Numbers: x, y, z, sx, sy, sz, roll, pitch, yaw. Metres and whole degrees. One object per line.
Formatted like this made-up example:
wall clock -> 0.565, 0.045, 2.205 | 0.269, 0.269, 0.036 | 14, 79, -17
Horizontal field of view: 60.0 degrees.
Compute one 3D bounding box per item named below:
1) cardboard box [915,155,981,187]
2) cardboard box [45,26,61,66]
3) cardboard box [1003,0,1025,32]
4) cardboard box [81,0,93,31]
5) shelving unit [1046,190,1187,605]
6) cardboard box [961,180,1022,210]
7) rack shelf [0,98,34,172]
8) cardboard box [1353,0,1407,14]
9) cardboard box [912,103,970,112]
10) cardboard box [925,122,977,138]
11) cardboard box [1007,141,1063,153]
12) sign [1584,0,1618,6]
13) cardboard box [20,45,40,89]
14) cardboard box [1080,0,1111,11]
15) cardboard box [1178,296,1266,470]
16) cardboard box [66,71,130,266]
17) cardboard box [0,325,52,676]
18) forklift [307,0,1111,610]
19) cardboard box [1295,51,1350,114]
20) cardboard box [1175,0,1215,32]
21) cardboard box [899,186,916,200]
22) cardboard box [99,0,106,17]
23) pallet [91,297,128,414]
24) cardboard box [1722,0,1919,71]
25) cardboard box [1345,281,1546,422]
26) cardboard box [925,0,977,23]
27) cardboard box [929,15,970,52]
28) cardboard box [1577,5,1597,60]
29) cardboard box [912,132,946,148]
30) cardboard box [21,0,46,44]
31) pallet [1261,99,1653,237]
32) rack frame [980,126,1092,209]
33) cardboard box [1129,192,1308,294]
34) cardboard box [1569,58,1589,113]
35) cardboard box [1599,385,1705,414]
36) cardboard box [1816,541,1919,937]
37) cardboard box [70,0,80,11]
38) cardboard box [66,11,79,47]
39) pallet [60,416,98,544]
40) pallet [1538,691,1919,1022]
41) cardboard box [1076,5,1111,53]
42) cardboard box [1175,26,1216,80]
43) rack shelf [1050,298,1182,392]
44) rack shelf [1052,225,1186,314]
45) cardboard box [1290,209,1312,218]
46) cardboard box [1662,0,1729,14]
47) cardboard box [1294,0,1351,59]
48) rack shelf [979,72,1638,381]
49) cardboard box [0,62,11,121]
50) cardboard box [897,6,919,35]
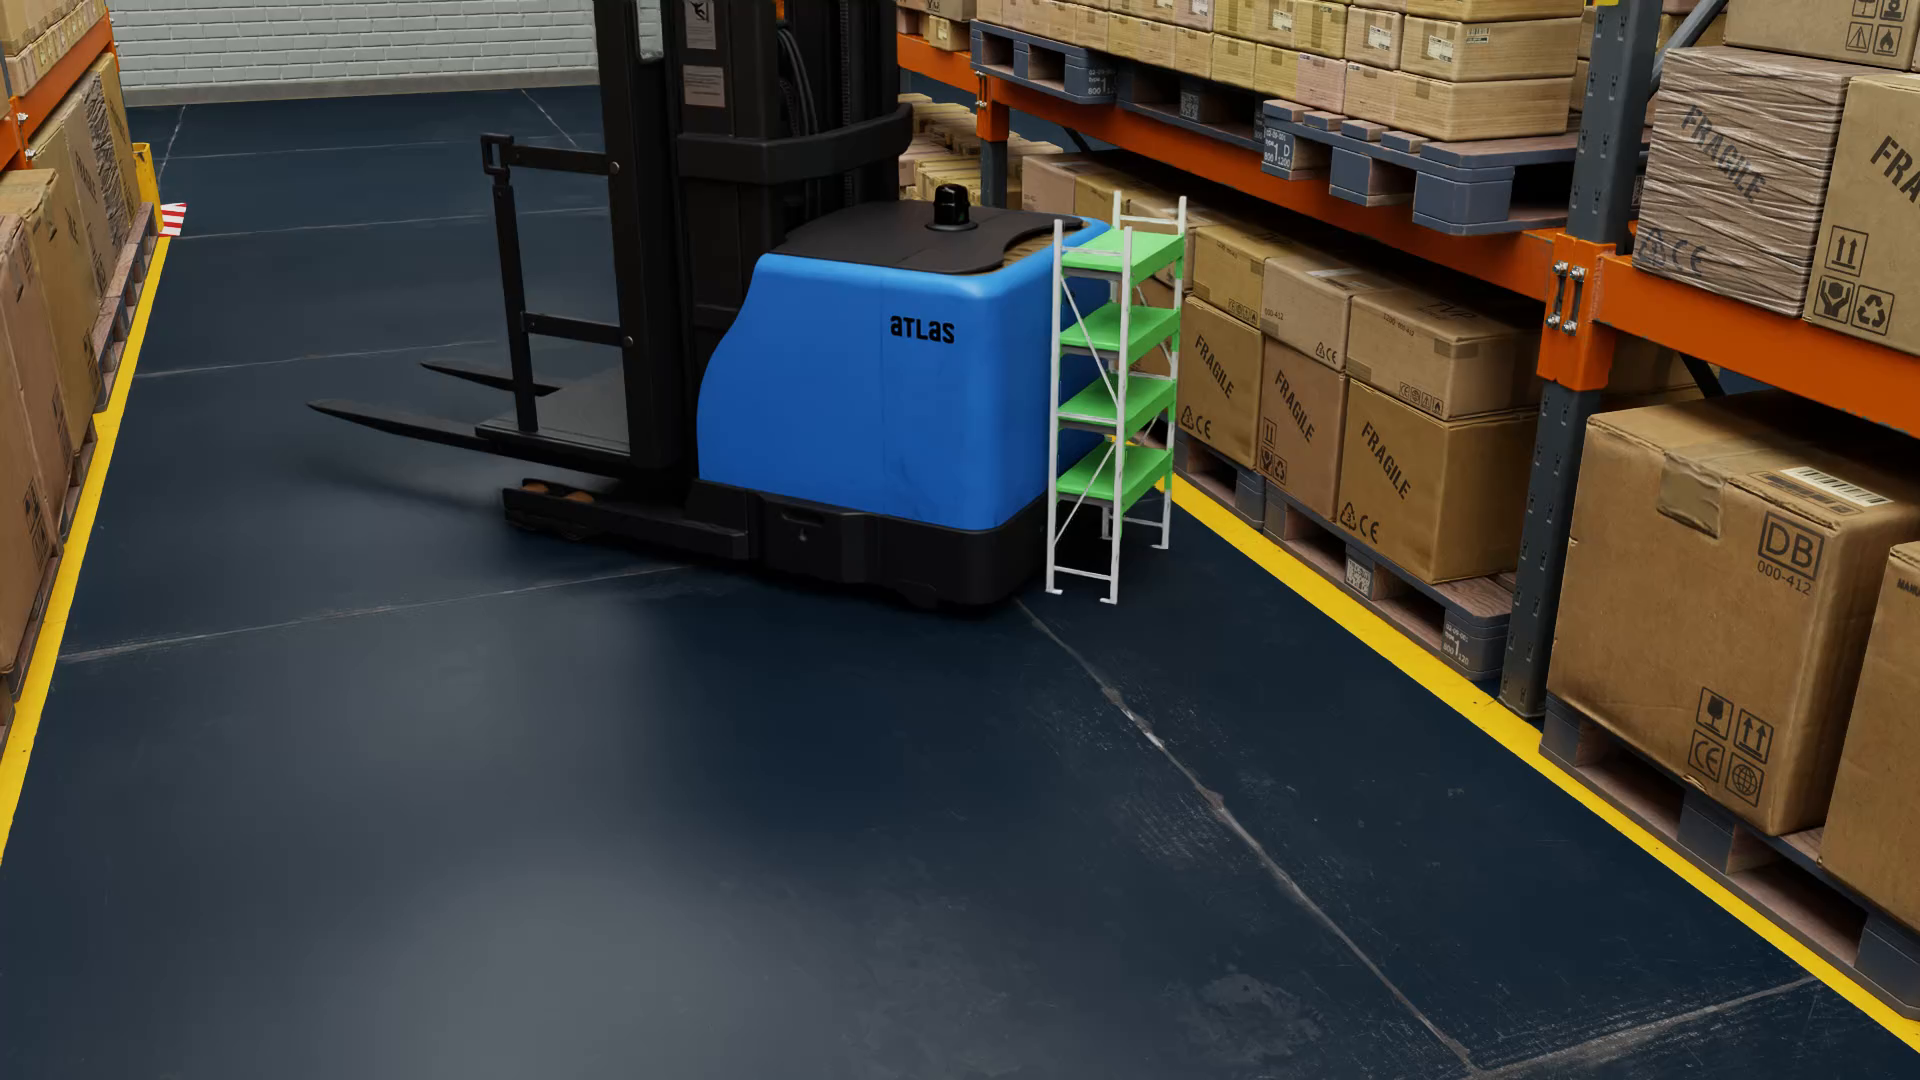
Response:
cardboard box -> -0.025, -1.956, 8.893 | 0.380, 0.149, 0.250 | -8, 24, -17
cardboard box -> -4.256, -2.200, 7.430 | 0.380, 0.149, 0.250 | -9, 24, -20
cardboard box -> 0.397, -2.198, 6.887 | 0.380, 0.149, 0.250 | -8, 24, -18
cardboard box -> -4.802, -2.760, 8.759 | 0.380, 0.149, 0.250 | -8, 24, -18
shelving unit -> 0.495, -0.456, 5.288 | 0.258, 1.200, 0.503 | 11, 25, 24
cardboard box -> 0.215, -1.674, 8.224 | 0.380, 0.149, 0.250 | -8, 24, -17
rack shelf -> -3.385, -0.725, 4.534 | 1.077, 0.370, 4.000 | -8, 24, -19
cardboard box -> 1.309, -1.532, 4.540 | 0.380, 0.149, 0.250 | -9, 24, -20
cardboard box -> -0.159, -2.701, 10.660 | 0.380, 0.149, 0.250 | -9, 24, -20
cardboard box -> 0.010, -2.397, 9.939 | 0.380, 0.149, 0.250 | -9, 25, -21
cardboard box -> 0.353, -2.123, 9.289 | 0.380, 0.149, 0.250 | -8, 24, -18
sign -> 1.493, -1.393, 3.803 | 0.100, 0.325, 0.005 | -8, 24, -19
cardboard box -> -3.977, -1.916, 6.757 | 0.380, 0.149, 0.250 | -9, 25, -21
cardboard box -> 0.668, -2.056, 6.165 | 0.380, 0.149, 0.250 | -7, 24, -17
cardboard box -> 1.139, -0.597, 5.983 | 0.500, 0.500, 0.500 | -9, 25, -21
cardboard box -> -4.882, -1.899, 8.588 | 0.875, 0.875, 0.875 | -8, 24, -19
cardboard box -> -3.210, -0.123, 4.374 | 1.225, 0.875, 0.875 | -8, 24, -19
forklift -> -1.022, -1.519, 5.579 | 3.031, 2.935, 1.130 | 11, 25, 25
cardboard box -> 1.216, -1.351, 4.877 | 0.380, 0.149, 0.250 | -8, 24, -18
cardboard box -> 0.939, -1.774, 5.496 | 0.380, 0.149, 0.250 | -8, 24, -18
cardboard box -> -0.148, -1.901, 9.144 | 0.380, 0.149, 0.250 | -8, 24, -18
cardboard box -> -5.070, -3.036, 9.416 | 0.380, 0.149, 0.250 | -8, 24, -18
pallet -> -4.287, -0.785, 7.341 | 1.003, 0.211, 1.213 | -8, 24, -19
cardboard box -> 2.147, -1.316, 3.594 | 0.700, 0.500, 0.500 | -8, 24, -19
cardboard box -> 1.511, -0.573, 4.960 | 0.500, 0.250, 0.500 | -9, 24, -20
cardboard box -> 0.149, -2.747, 7.894 | 0.500, 0.500, 0.500 | -8, 24, -19
cardboard box -> 0.072, -2.461, 8.051 | 0.380, 0.149, 0.250 | -9, 24, -20
cardboard box -> 1.917, -1.490, 4.822 | 0.380, 0.149, 0.250 | -7, 24, -16
cardboard box -> -0.299, -2.244, 9.575 | 0.380, 0.149, 0.250 | -8, 24, -19
cardboard box -> -4.183, -2.239, 7.010 | 0.500, 0.250, 0.500 | -8, 24, -19
pallet -> 1.646, -1.129, 4.815 | 1.213, 0.211, 1.003 | -8, 24, -19
rack frame -> 0.585, -2.427, 7.646 | 1.000, 3.000, 0.127 | -8, 24, -19
cardboard box -> 0.965, -1.130, 6.282 | 0.500, 0.250, 0.500 | -7, 24, -17
cardboard box -> 1.934, -1.339, 4.848 | 0.380, 0.149, 0.250 | -7, 24, -16
cardboard box -> 1.986, -0.307, 5.294 | 0.500, 0.500, 0.500 | -9, 25, -21
cardboard box -> 2.441, 0.420, 3.246 | 1.050, 0.750, 0.750 | -8, 24, -18
cardboard box -> -4.726, -2.795, 8.331 | 0.500, 0.250, 0.500 | -9, 25, -21
cardboard box -> -4.531, -2.481, 8.098 | 0.380, 0.149, 0.250 | -8, 24, -18
pallet -> -3.748, -0.228, 6.019 | 1.003, 0.211, 1.213 | -8, 24, -19
pallet -> 2.206, 0.608, 4.035 | 1.003, 0.211, 1.213 | -8, 24, -19
cardboard box -> 0.660, -1.923, 6.234 | 0.380, 0.149, 0.250 | -9, 25, -21
cardboard box -> 0.945, -1.634, 5.548 | 0.380, 0.149, 0.250 | -8, 24, -17
rack shelf -> 0.495, -0.619, 5.220 | 0.258, 0.148, 0.480 | 11, 25, 24
rack shelf -> 0.495, -0.840, 5.126 | 0.258, 0.148, 0.480 | 11, 25, 24
cardboard box -> 1.453, -1.199, 6.446 | 0.500, 0.250, 0.500 | -9, 25, -21
cardboard box -> 2.014, -1.521, 4.514 | 0.380, 0.149, 0.250 | -8, 24, -19
cardboard box -> 1.206, -1.497, 4.840 | 0.380, 0.149, 0.250 | -8, 24, -18
rack shelf -> 1.291, -1.369, 6.061 | 1.077, 0.370, 4.000 | -8, 24, -19
cardboard box -> -3.671, -1.697, 5.785 | 0.500, 0.500, 0.500 | -8, 24, -19
cardboard box -> -0.159, -2.758, 8.756 | 0.380, 0.149, 0.250 | -9, 25, -21
